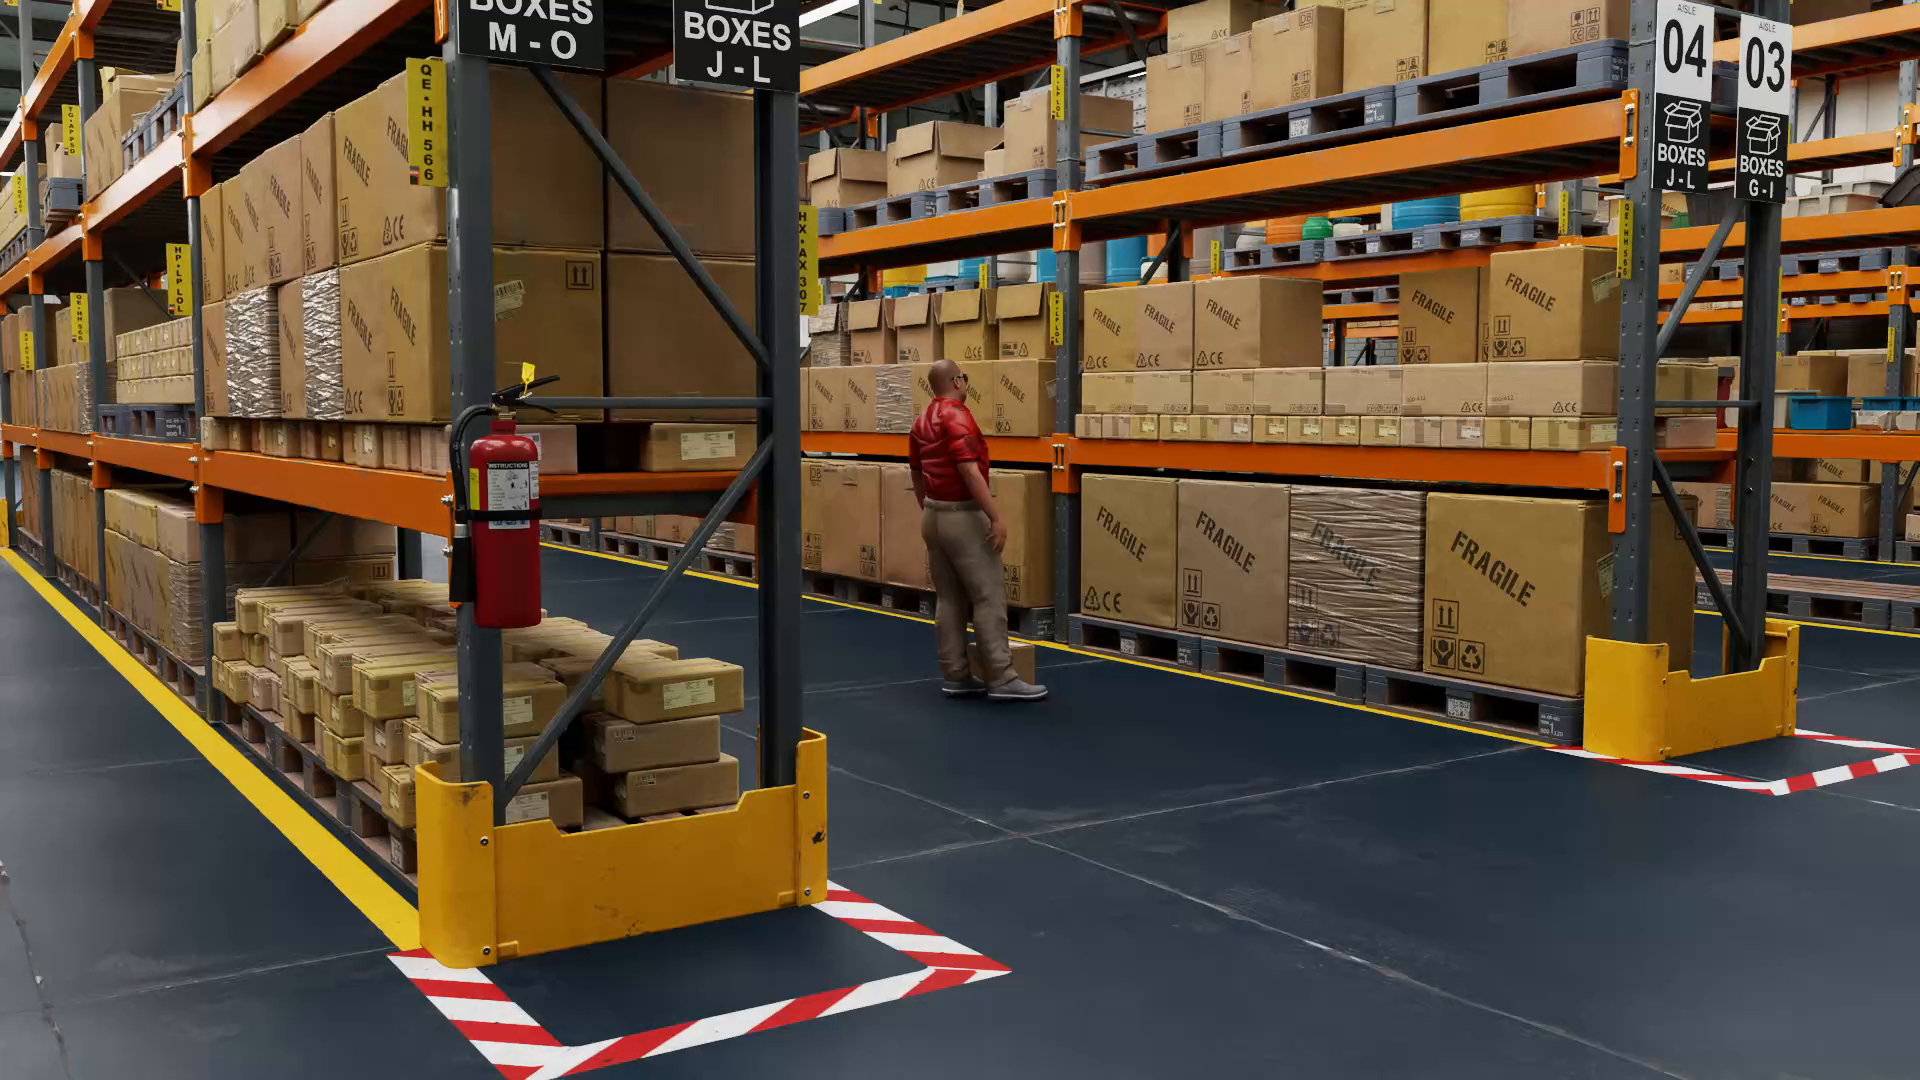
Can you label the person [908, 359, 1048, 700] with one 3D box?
[{"bbox_3d":[0.073,-0.061,8.559,0.550,1.727,0.640,-3,6,-34],"label":"person"}]
